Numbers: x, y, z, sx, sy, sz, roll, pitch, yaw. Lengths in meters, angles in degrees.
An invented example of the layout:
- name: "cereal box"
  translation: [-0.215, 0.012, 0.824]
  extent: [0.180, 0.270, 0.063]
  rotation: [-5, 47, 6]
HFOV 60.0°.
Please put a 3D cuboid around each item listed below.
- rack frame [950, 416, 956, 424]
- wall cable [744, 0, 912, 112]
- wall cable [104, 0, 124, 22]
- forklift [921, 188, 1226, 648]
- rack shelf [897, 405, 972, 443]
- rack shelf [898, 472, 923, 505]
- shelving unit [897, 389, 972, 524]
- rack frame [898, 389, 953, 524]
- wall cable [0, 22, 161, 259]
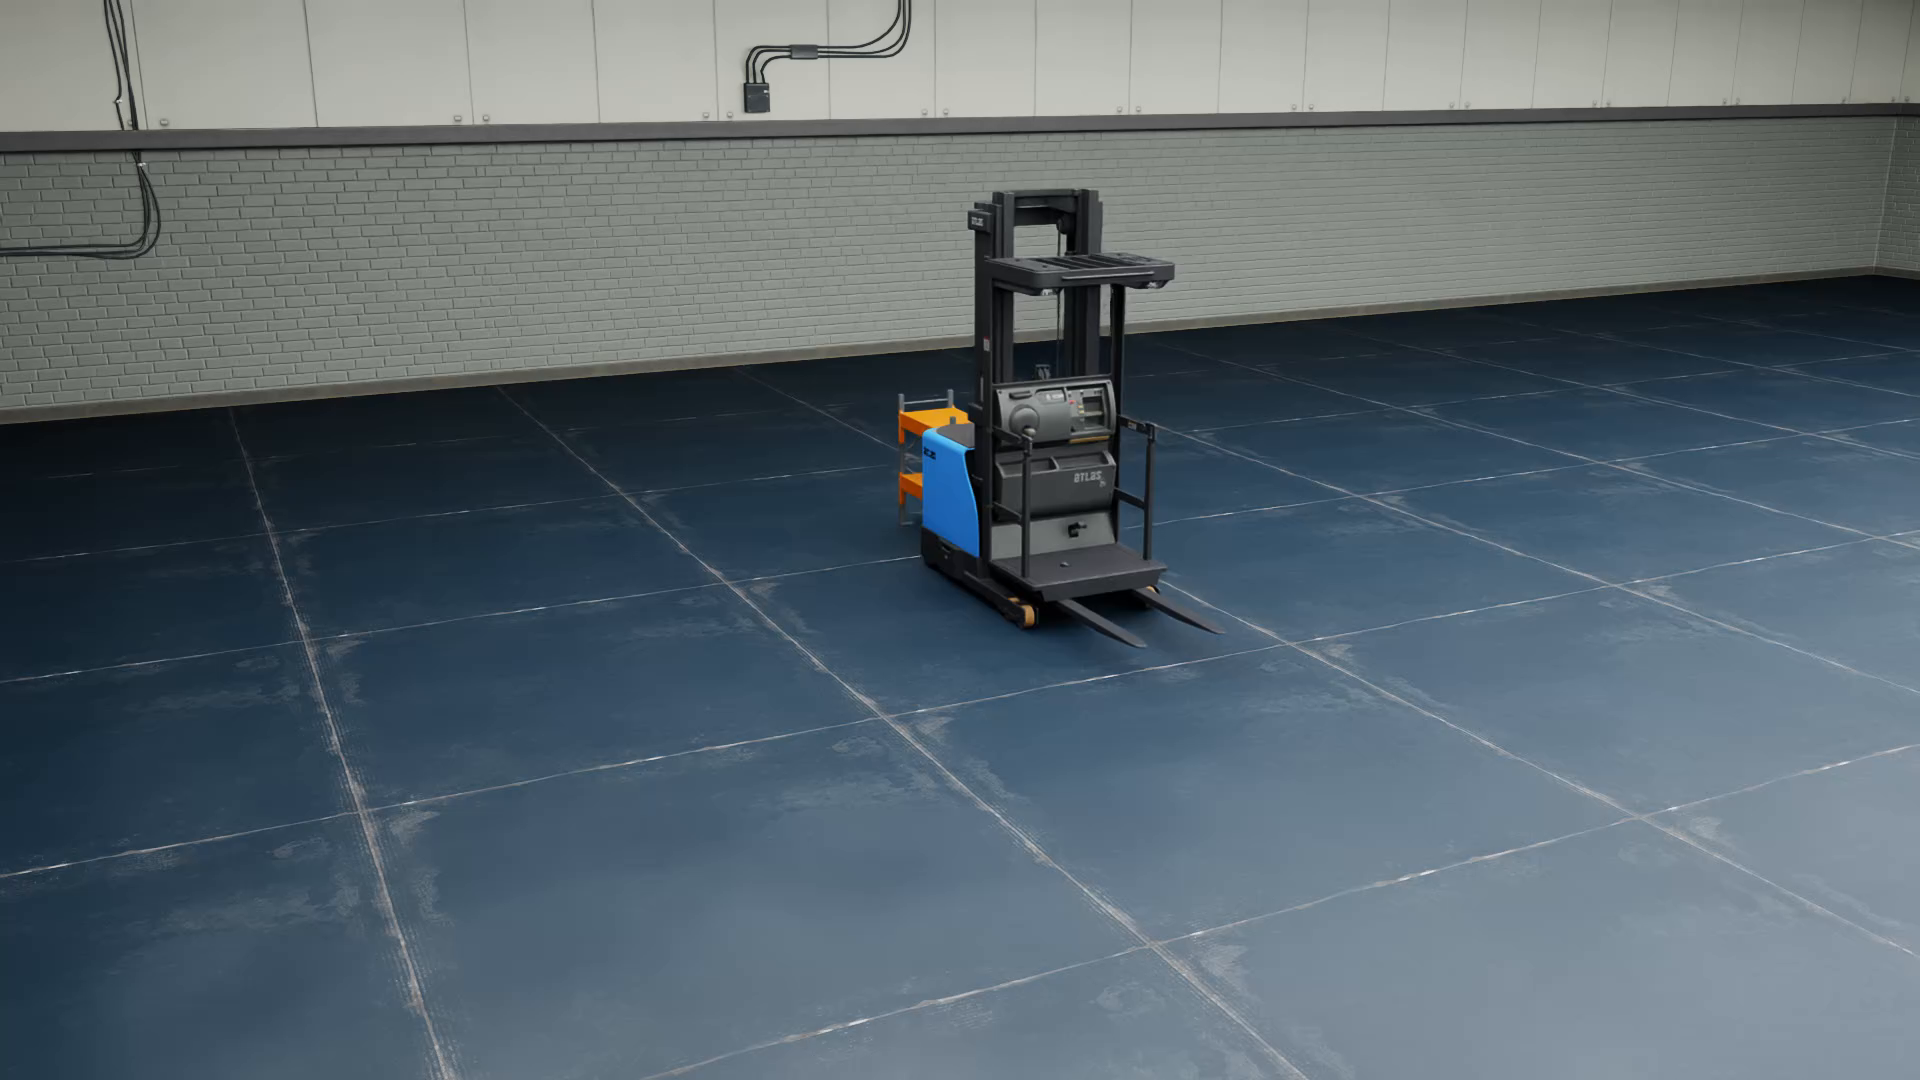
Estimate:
- name: "rack frame"
  translation: [0.151, -0.454, 13.295]
  extent: [0.500, 1.125, 0.032]
  rotation: [-8, 18, -25]
- name: "wall cable"
  translation: [-1.644, -8.393, 20.517]
  extent: [2.305, 6.003, 0.169]
  rotation: [-8, 18, -25]
- name: "wall cable"
  translation: [-7.753, -6.877, 17.873]
  extent: [3.097, 2.526, 0.112]
  rotation: [-8, 18, -25]
- name: "forklift"
  translation: [0.784, -0.930, 11.677]
  extent: [1.130, 2.935, 3.031]
  rotation: [-8, 18, -25]
- name: "rack shelf"
  translation: [-0.069, -0.862, 13.655]
  extent: [0.538, 0.278, 1.000]
  rotation: [-8, 18, -25]
- name: "rack shelf"
  translation: [-0.069, -0.346, 13.803]
  extent: [0.538, 0.278, 1.000]
  rotation: [-8, 18, -25]
- name: "shelving unit"
  translation: [-0.069, -0.581, 13.735]
  extent: [0.538, 1.125, 1.048]
  rotation: [-8, 18, -25]
- name: "rack frame"
  translation: [-0.289, -0.707, 14.176]
  extent: [0.500, 1.125, 0.032]
  rotation: [-8, 18, -25]
- name: "wall cable"
  translation: [-10.185, -4.122, 17.431]
  extent: [3.097, 2.526, 0.112]
  rotation: [-8, 18, -25]
